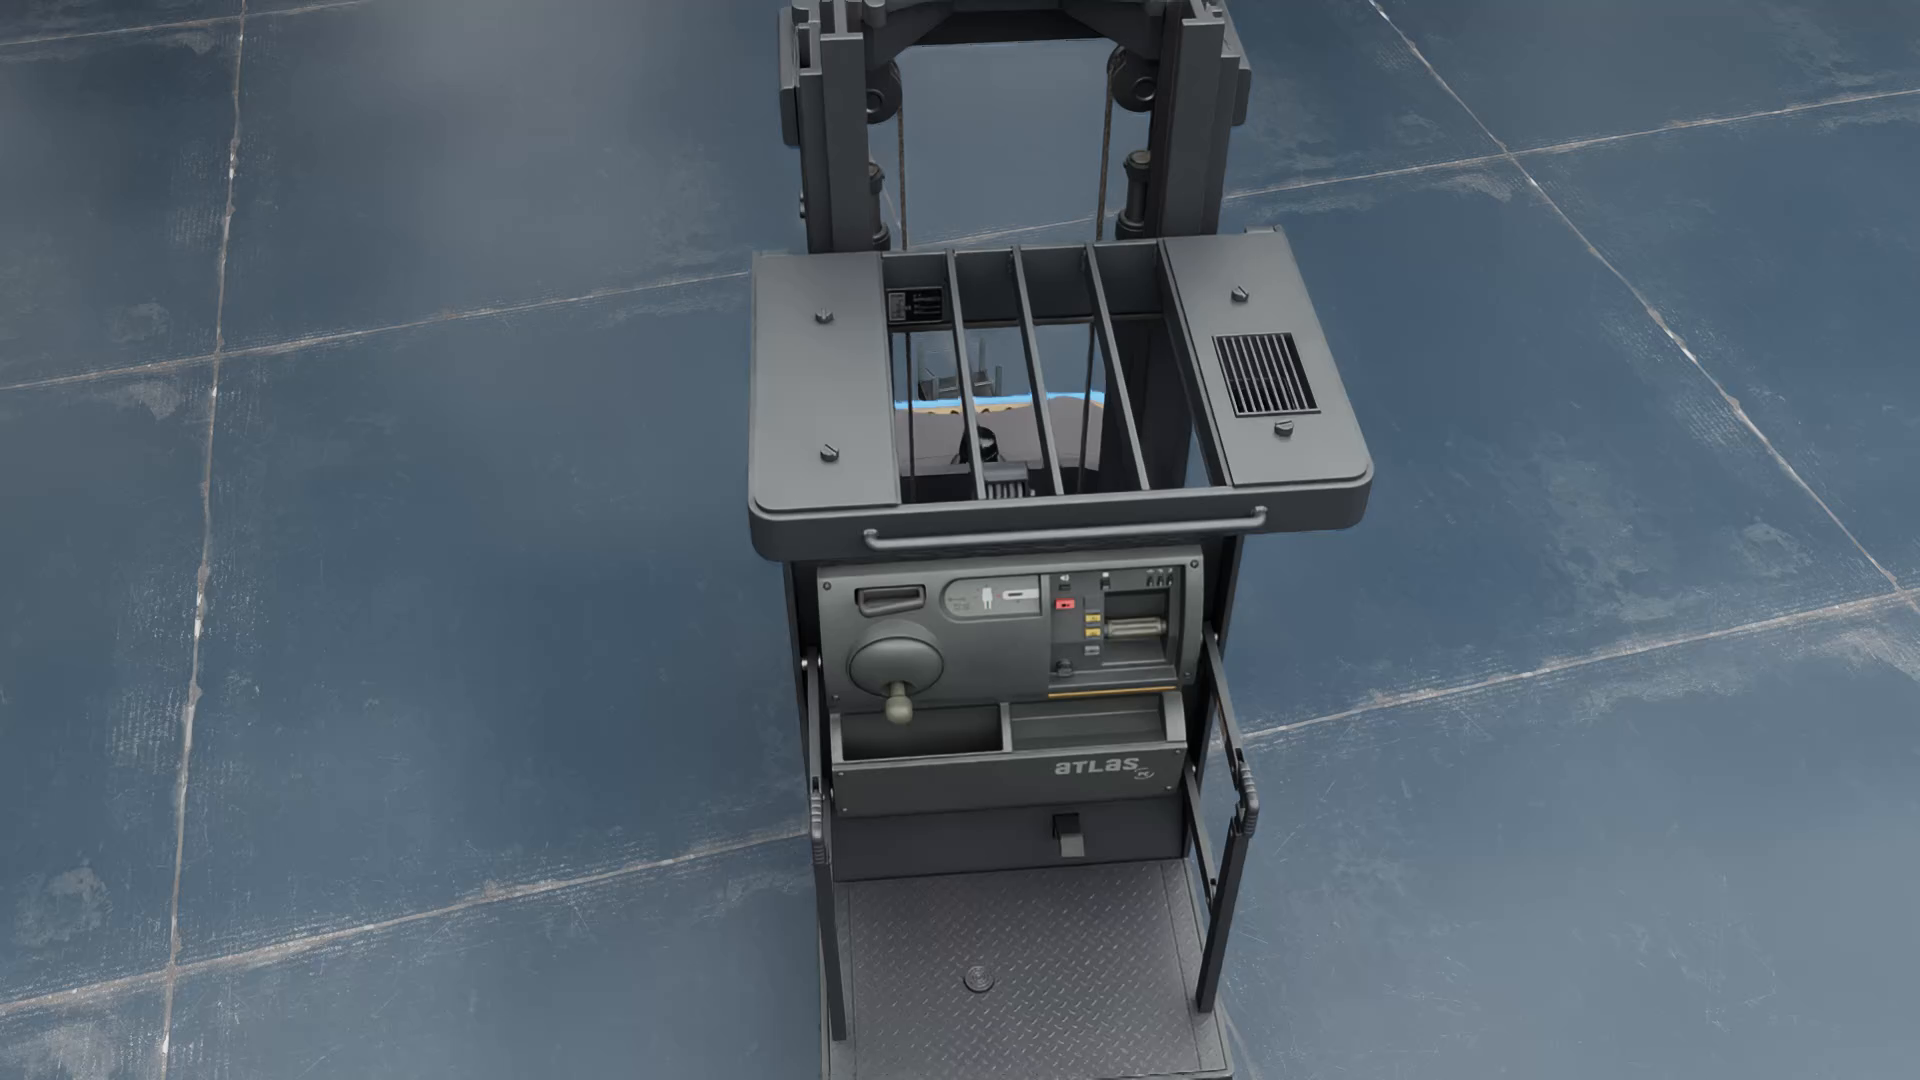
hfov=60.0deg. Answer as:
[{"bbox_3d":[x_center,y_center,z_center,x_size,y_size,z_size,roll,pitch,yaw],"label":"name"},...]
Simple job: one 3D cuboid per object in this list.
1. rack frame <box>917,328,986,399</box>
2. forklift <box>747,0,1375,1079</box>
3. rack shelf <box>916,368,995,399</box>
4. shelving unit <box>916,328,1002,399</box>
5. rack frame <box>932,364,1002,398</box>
[{"bbox_3d":[-0.028,-0.391,6.003,0.240,0.900,0.006,-11,47,-10],"label":"rack frame"},{"bbox_3d":[0.146,0.325,3.879,1.130,2.935,3.031,-3,46,-3],"label":"forklift"},{"bbox_3d":[-0.002,-0.486,5.765,0.258,0.077,0.200,-11,47,-10],"label":"rack shelf"},{"bbox_3d":[-0.002,-0.321,5.934,0.258,0.900,0.210,-11,47,-10],"label":"shelving unit"},{"bbox_3d":[0.024,-0.250,5.865,0.240,0.900,0.006,-11,47,-10],"label":"rack frame"}]
